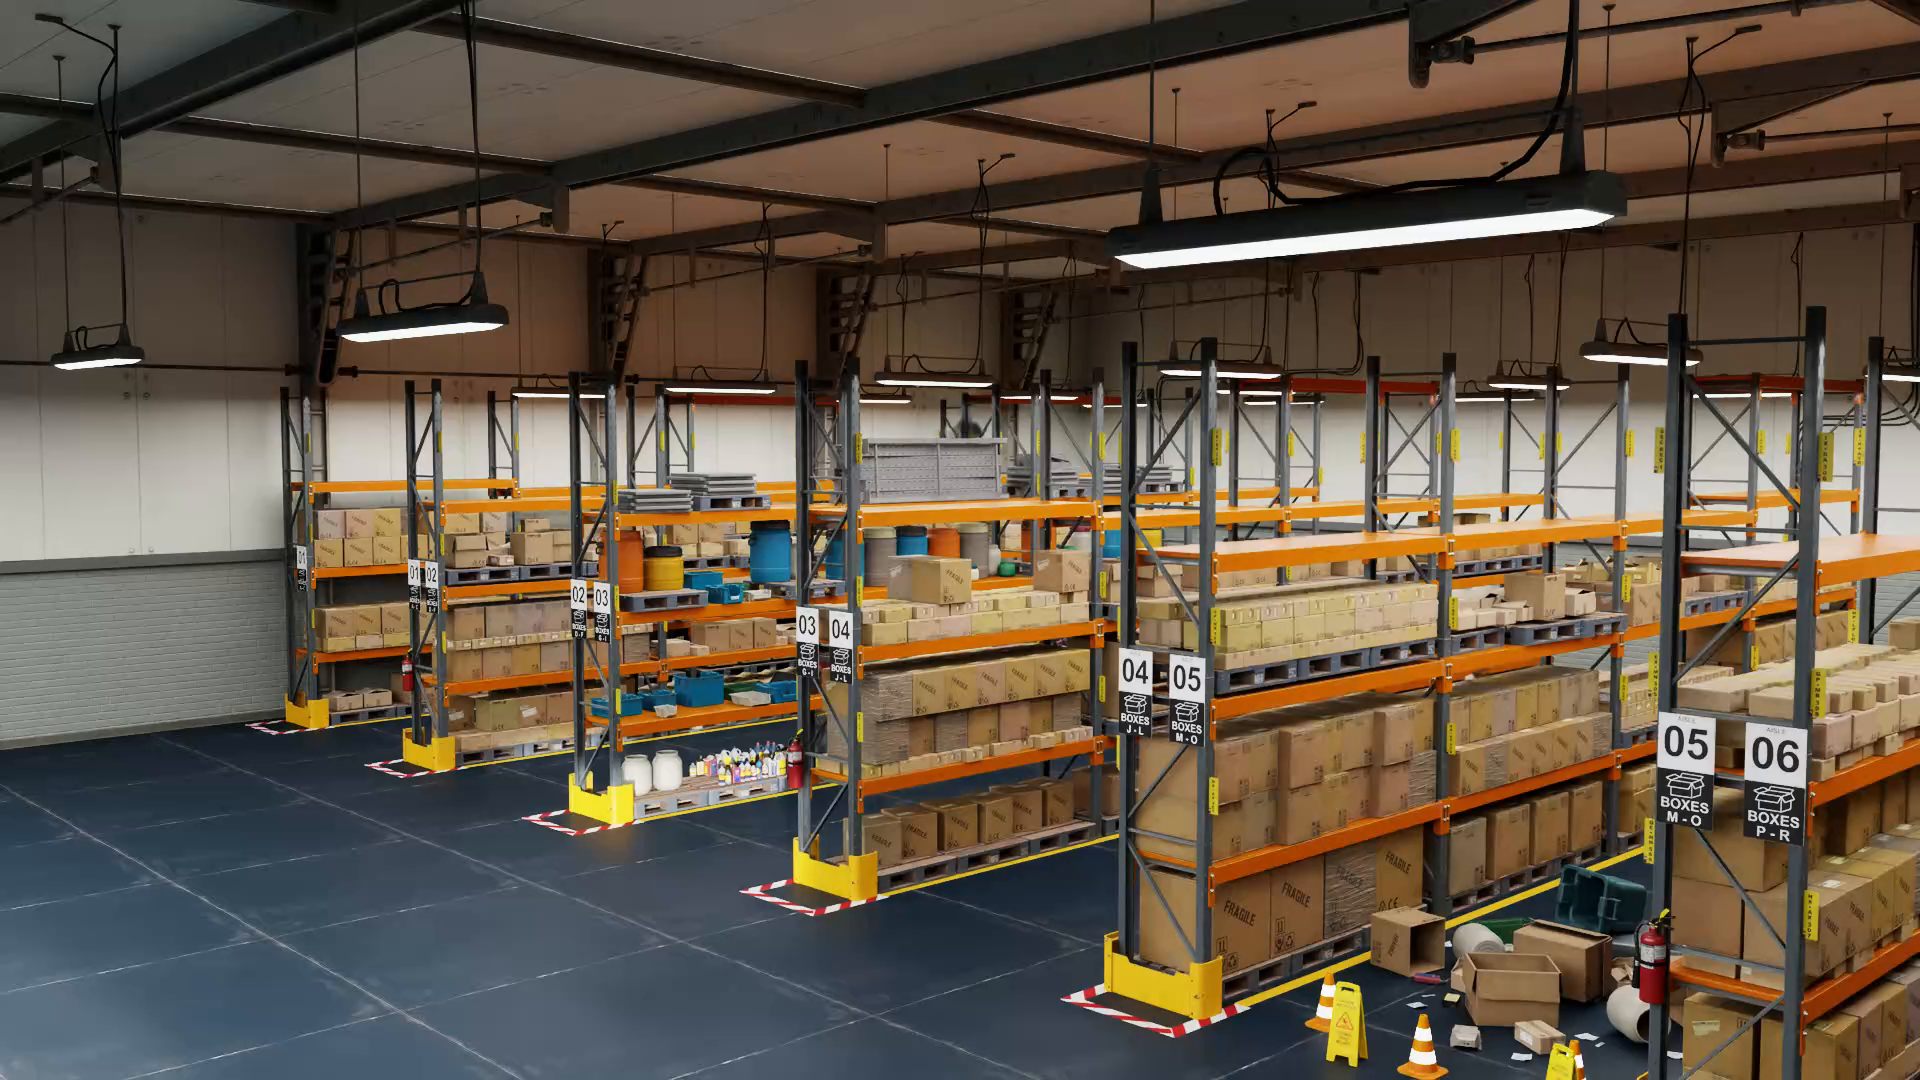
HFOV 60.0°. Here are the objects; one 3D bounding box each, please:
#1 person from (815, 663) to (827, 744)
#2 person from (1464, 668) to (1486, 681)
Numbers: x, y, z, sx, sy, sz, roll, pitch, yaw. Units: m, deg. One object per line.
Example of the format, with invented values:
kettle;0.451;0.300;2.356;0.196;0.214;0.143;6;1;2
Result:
person;-2.398;2.585;27.039;0.670;1.696;0.796;3;5;41
person;7.844;2.671;25.283;0.678;1.782;0.710;3;5;40
